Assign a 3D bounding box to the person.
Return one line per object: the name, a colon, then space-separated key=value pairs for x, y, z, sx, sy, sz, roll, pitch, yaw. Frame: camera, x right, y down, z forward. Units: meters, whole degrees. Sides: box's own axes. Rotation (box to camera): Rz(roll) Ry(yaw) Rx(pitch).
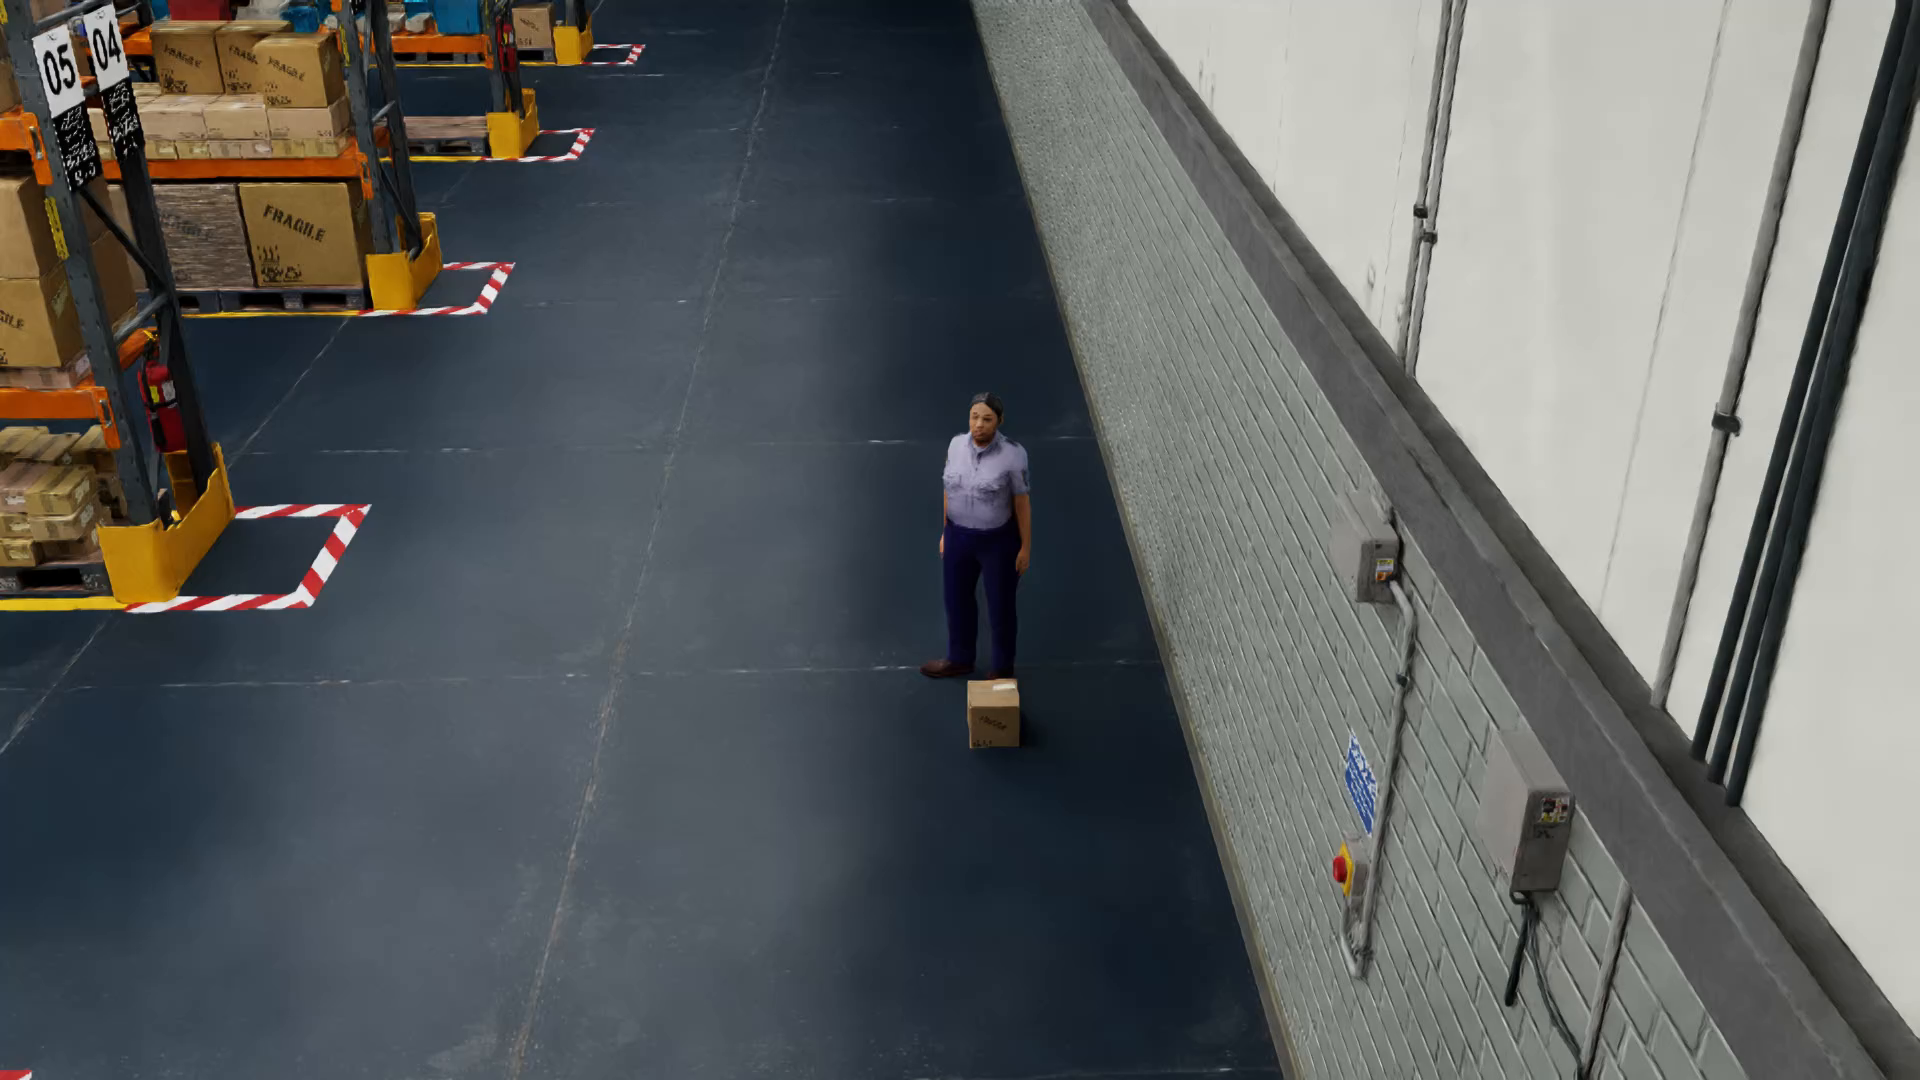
person: x=0.088 y=0.015 z=8.610 sx=0.599 sy=1.644 sz=0.341 roll=13 pitch=30 yaw=22
